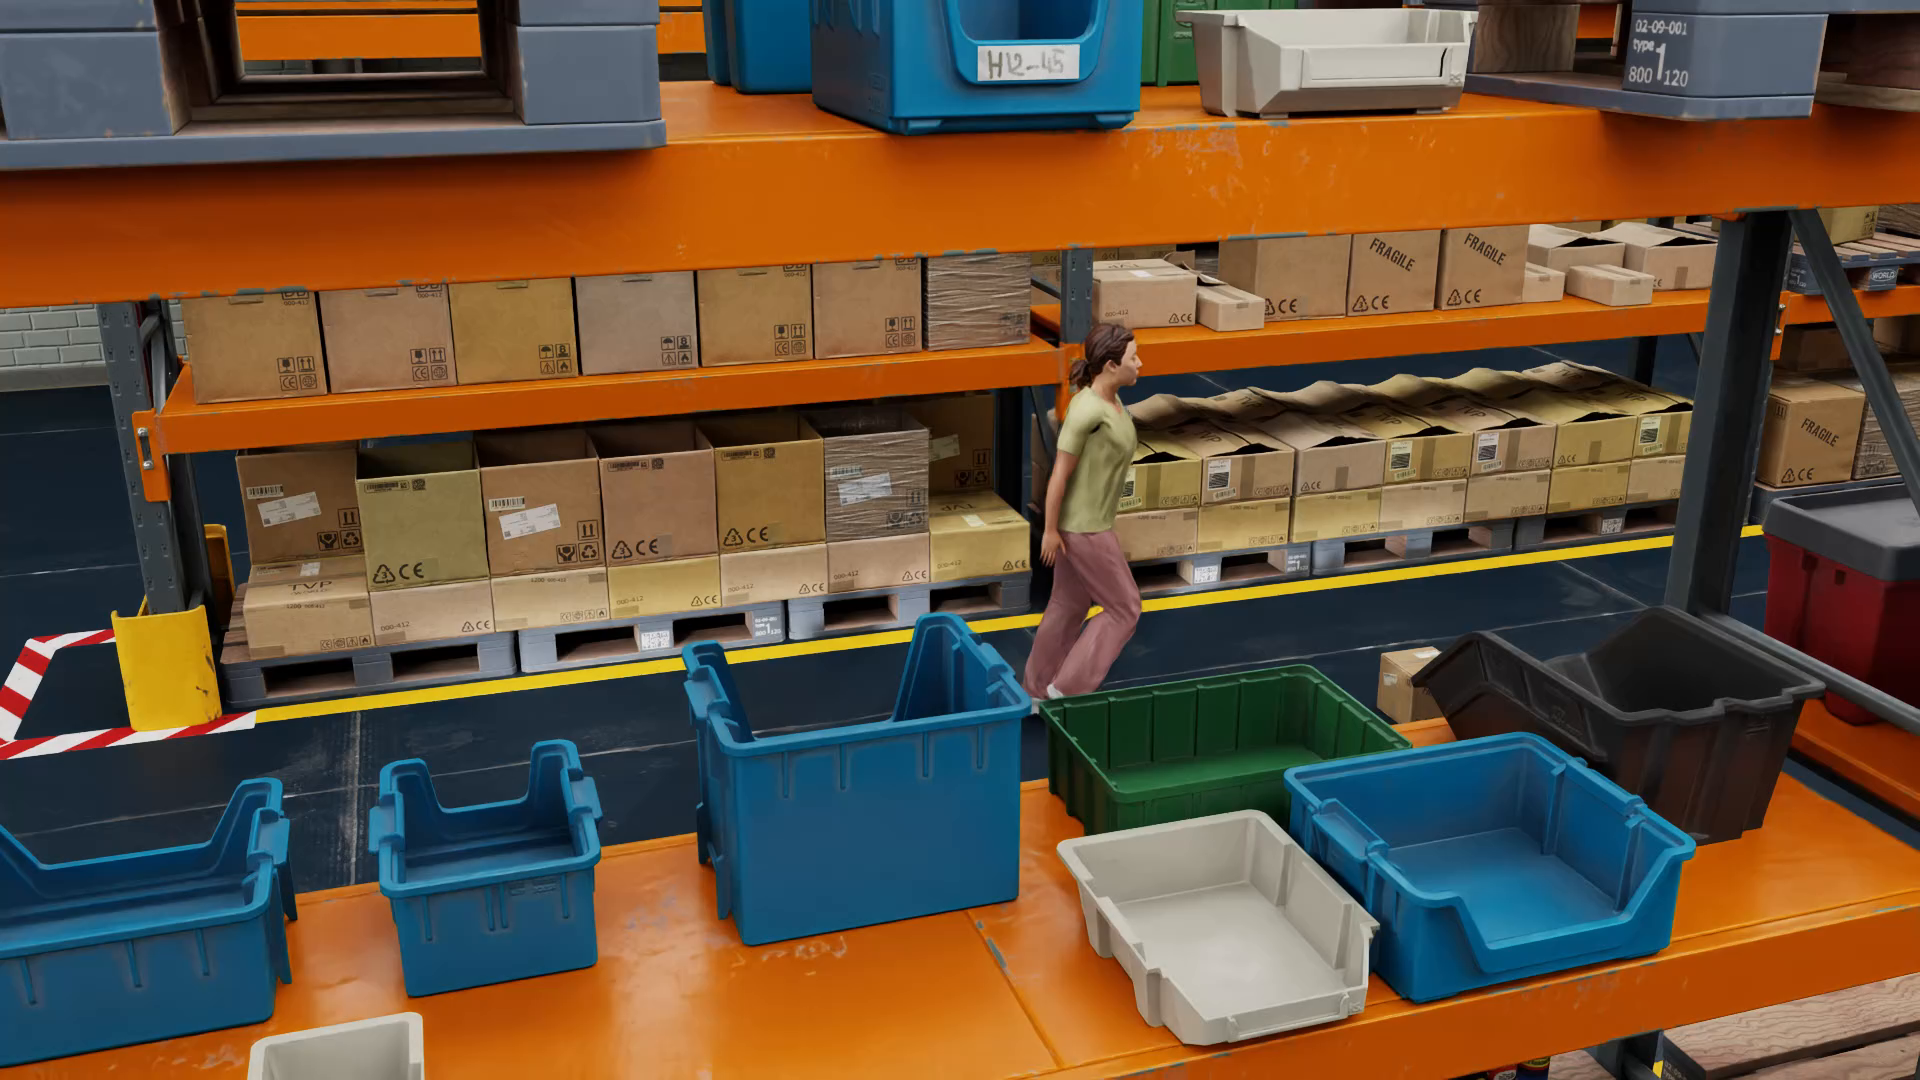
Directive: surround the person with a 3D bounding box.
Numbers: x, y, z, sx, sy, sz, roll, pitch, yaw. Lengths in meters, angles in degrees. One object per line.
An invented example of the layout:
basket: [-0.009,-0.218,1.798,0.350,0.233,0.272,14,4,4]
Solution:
person: [0.504,-0.054,6.678,0.509,1.651,0.476,4,20,12]
